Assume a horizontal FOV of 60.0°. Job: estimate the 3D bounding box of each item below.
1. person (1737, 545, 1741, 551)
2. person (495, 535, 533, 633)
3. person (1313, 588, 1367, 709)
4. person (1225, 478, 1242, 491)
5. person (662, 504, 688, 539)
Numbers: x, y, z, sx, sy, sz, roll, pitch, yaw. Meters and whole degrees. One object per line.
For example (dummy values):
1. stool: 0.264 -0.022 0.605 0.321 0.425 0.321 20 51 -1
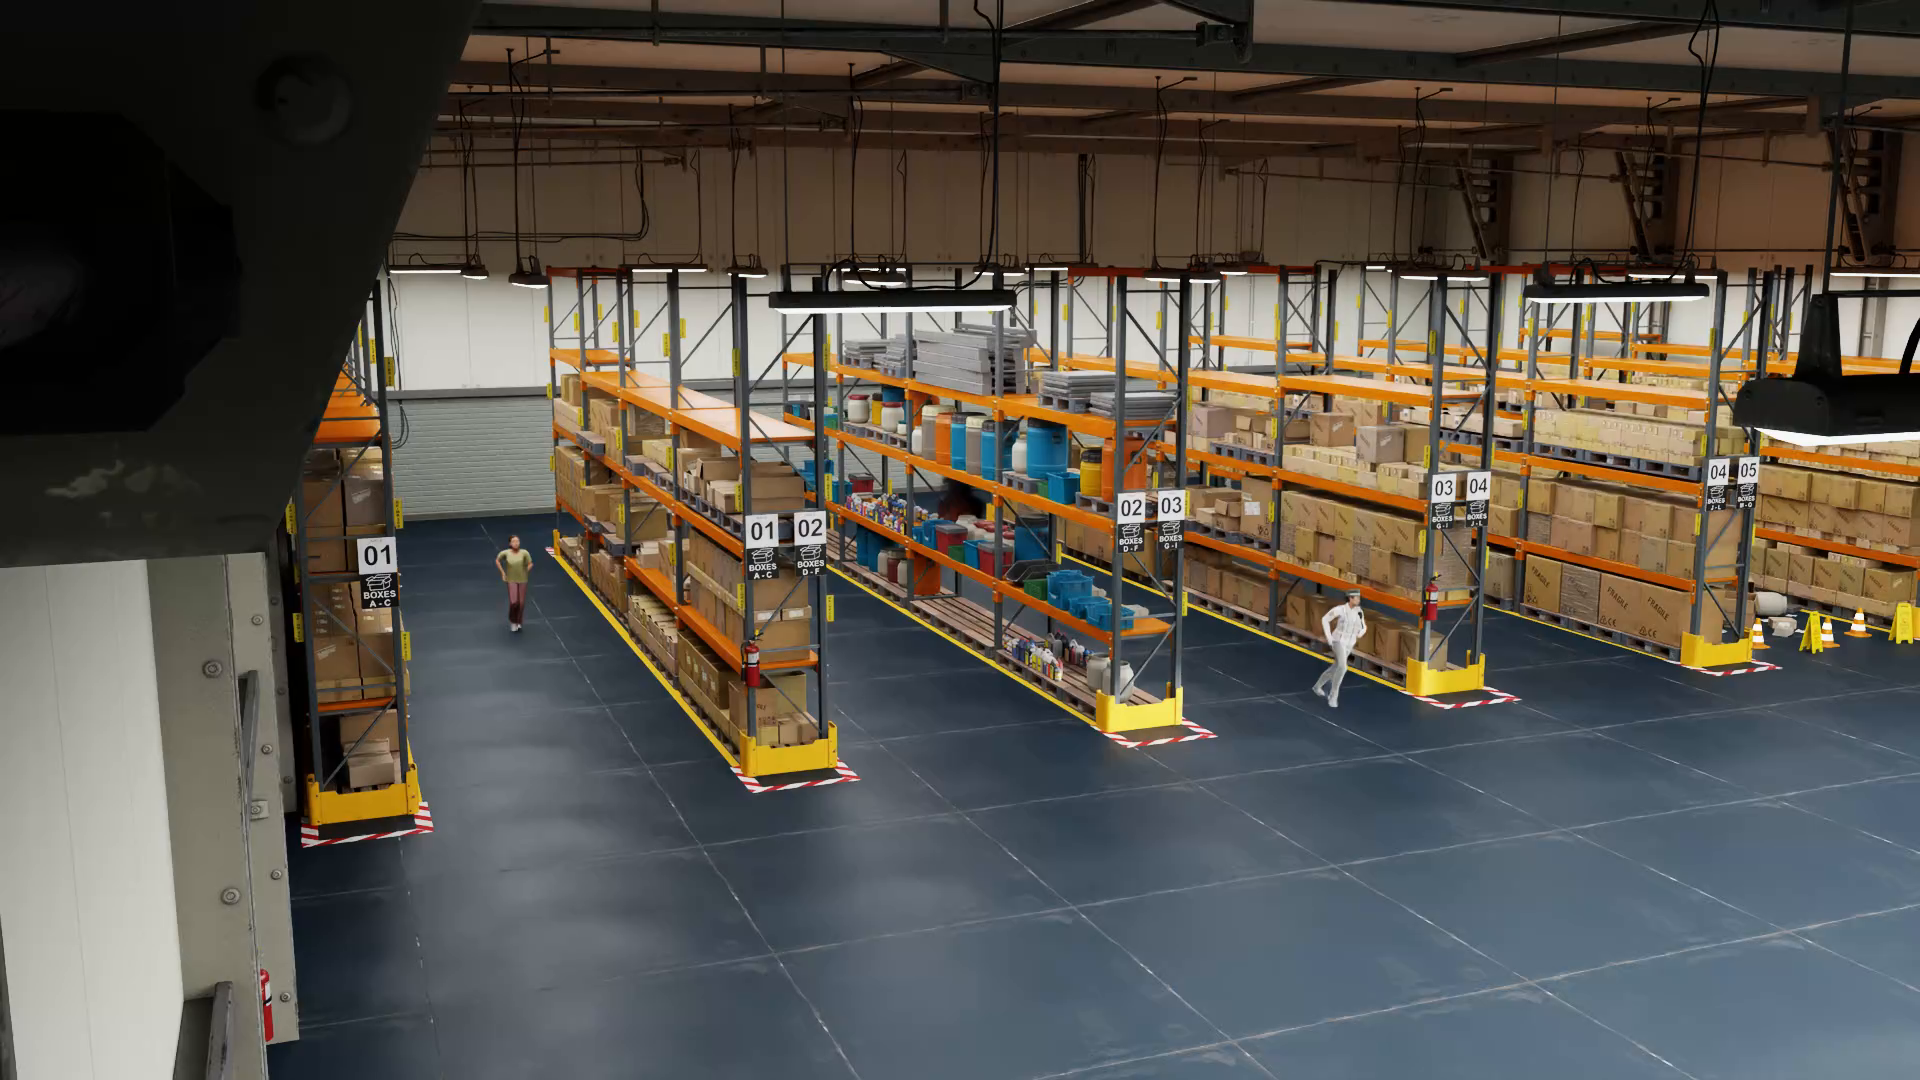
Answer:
1. person: 15.653 -0.329 33.979 0.606 1.597 0.575 -5 11 -26
2. person: -7.403 0.722 27.728 0.595 1.648 0.621 -4 11 -21
3. person: 5.355 1.475 23.520 0.771 1.644 0.712 -6 11 -30
4. person: 7.130 -2.049 43.260 0.897 1.748 0.707 -9 13 -41
5. person: -6.149 -0.646 35.409 0.757 1.772 0.693 -8 12 -37
